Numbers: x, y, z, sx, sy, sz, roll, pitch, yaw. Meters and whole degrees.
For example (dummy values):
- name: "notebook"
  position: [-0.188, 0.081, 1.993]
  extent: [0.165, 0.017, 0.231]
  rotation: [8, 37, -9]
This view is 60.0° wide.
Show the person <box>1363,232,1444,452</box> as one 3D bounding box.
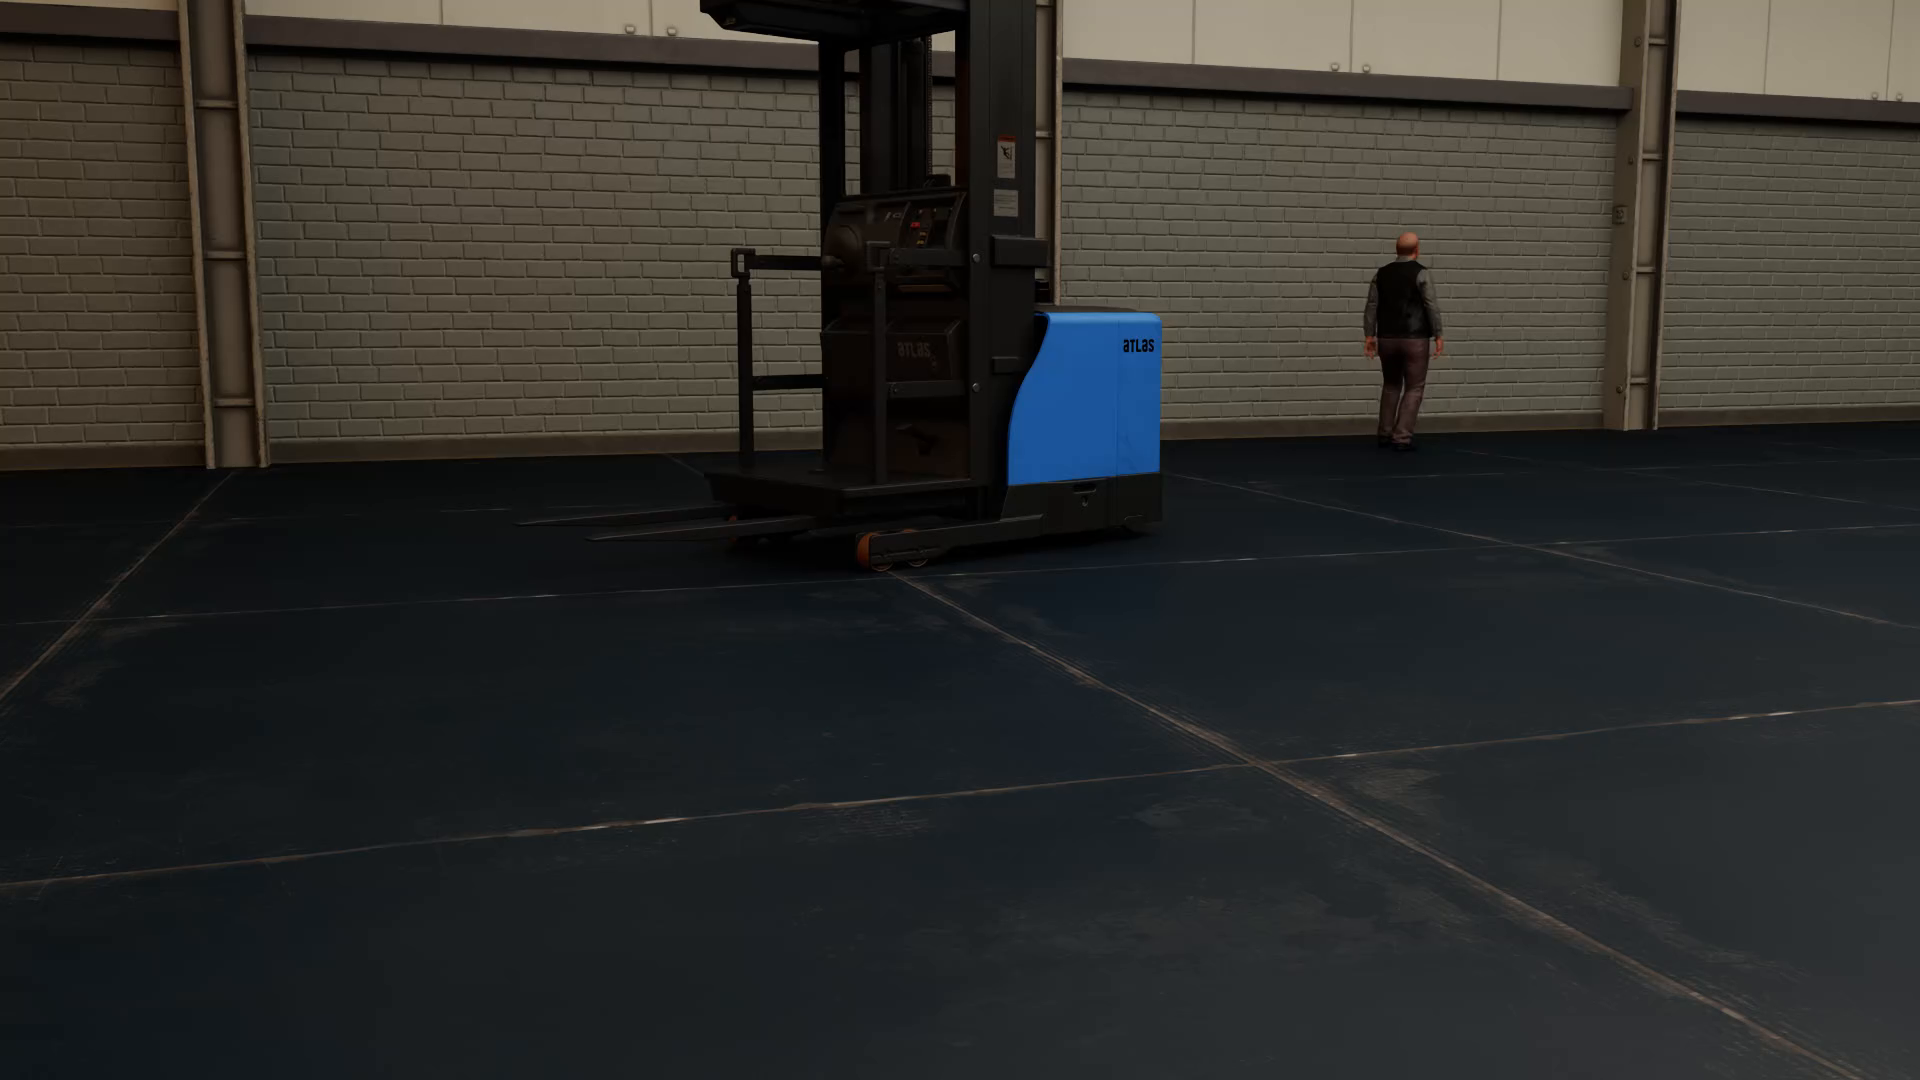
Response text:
- name: "person"
  position: [3.534, -1.538, 13.162]
  extent: [0.625, 1.767, 0.558]
  rotation: [7, 11, 43]

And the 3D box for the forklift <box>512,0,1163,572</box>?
- name: "forklift"
  position: [-0.461, -1.399, 7.333]
  extent: [3.031, 2.935, 1.130]
  rotation: [-7, 10, -40]
